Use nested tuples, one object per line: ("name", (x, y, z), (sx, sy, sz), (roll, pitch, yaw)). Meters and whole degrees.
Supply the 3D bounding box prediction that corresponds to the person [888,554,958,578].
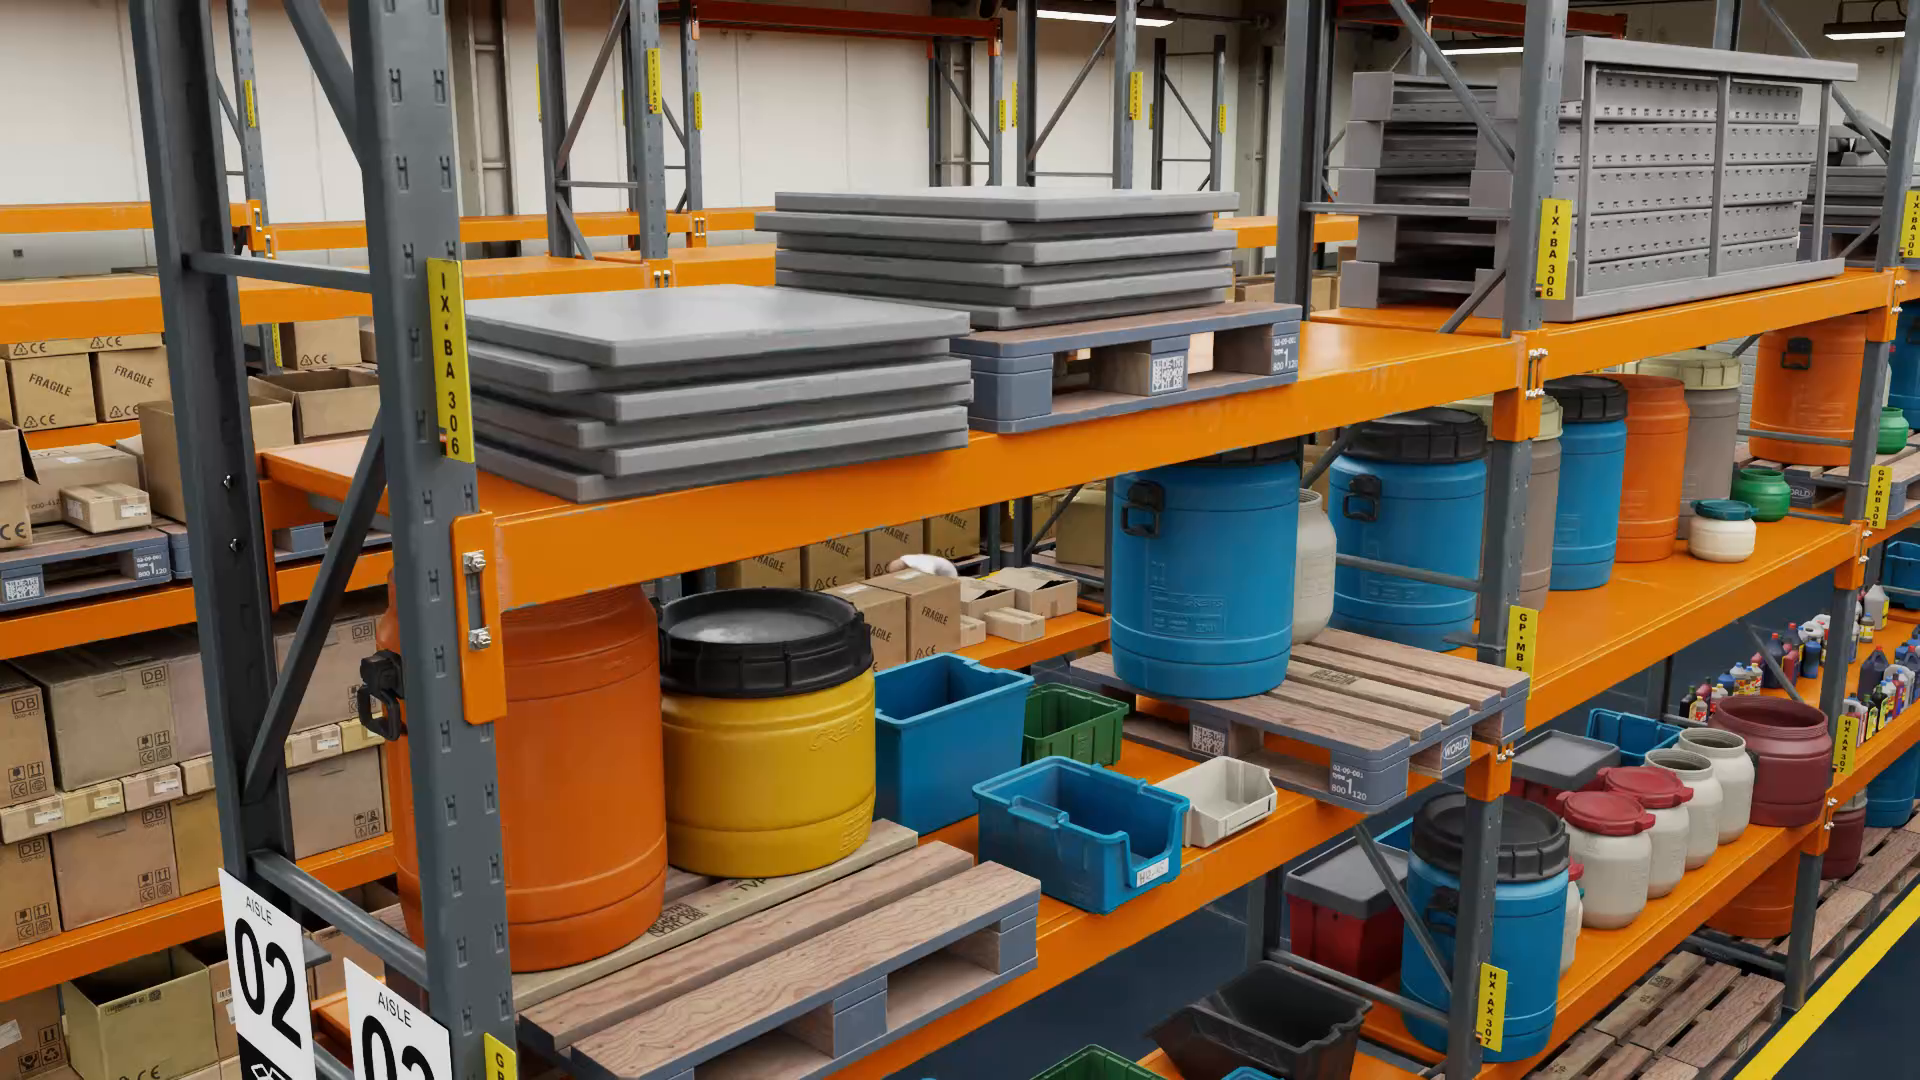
("person", (-0.389, 0.542, 16.519), (0.572, 0.830, 0.919), (12, 18, 41))
